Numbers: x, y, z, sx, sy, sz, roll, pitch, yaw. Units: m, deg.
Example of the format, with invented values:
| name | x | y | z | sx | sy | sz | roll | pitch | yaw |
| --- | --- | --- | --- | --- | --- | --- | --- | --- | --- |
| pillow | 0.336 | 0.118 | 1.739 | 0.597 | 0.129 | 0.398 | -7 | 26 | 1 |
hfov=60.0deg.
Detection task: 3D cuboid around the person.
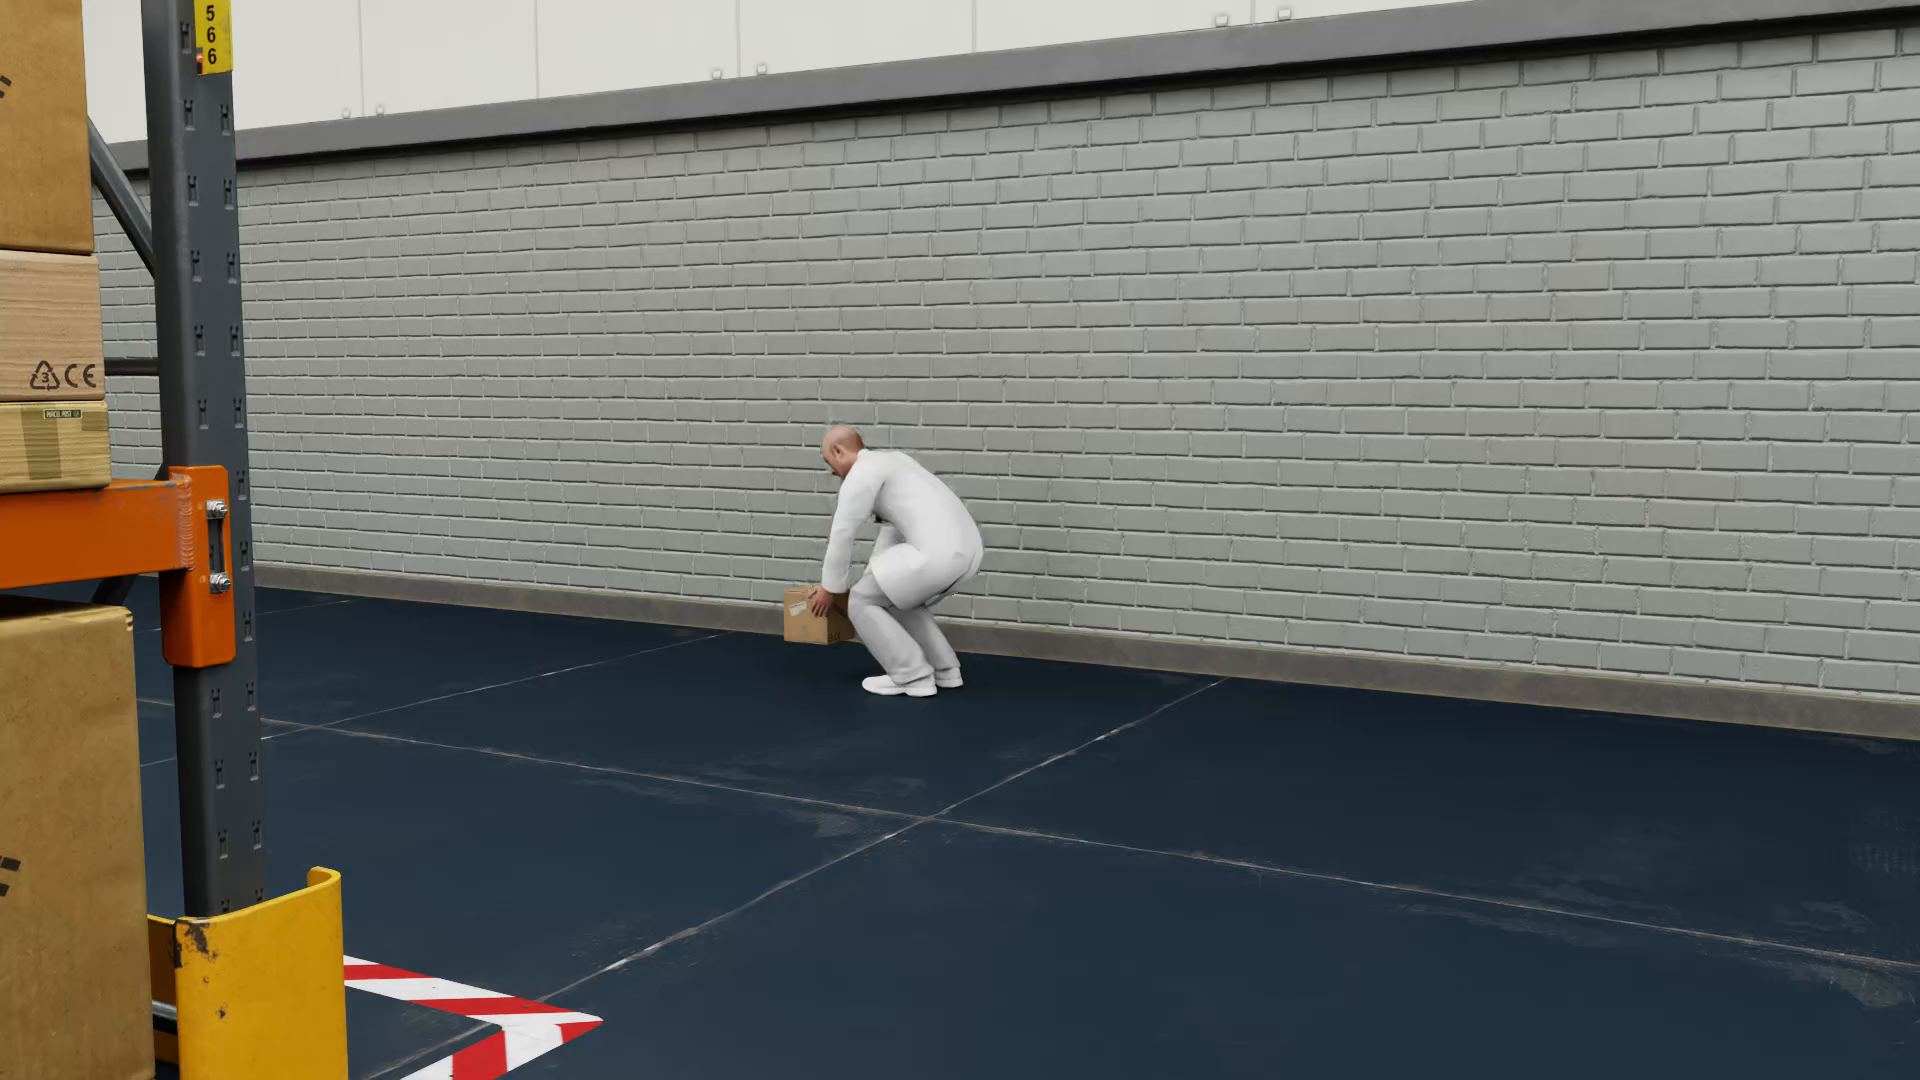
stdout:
| name | x | y | z | sx | sy | sz | roll | pitch | yaw |
| --- | --- | --- | --- | --- | --- | --- | --- | --- | --- |
| person | -0.289 | 0.125 | 7.825 | 0.797 | 1.177 | 0.632 | 3 | 7 | 28 |
